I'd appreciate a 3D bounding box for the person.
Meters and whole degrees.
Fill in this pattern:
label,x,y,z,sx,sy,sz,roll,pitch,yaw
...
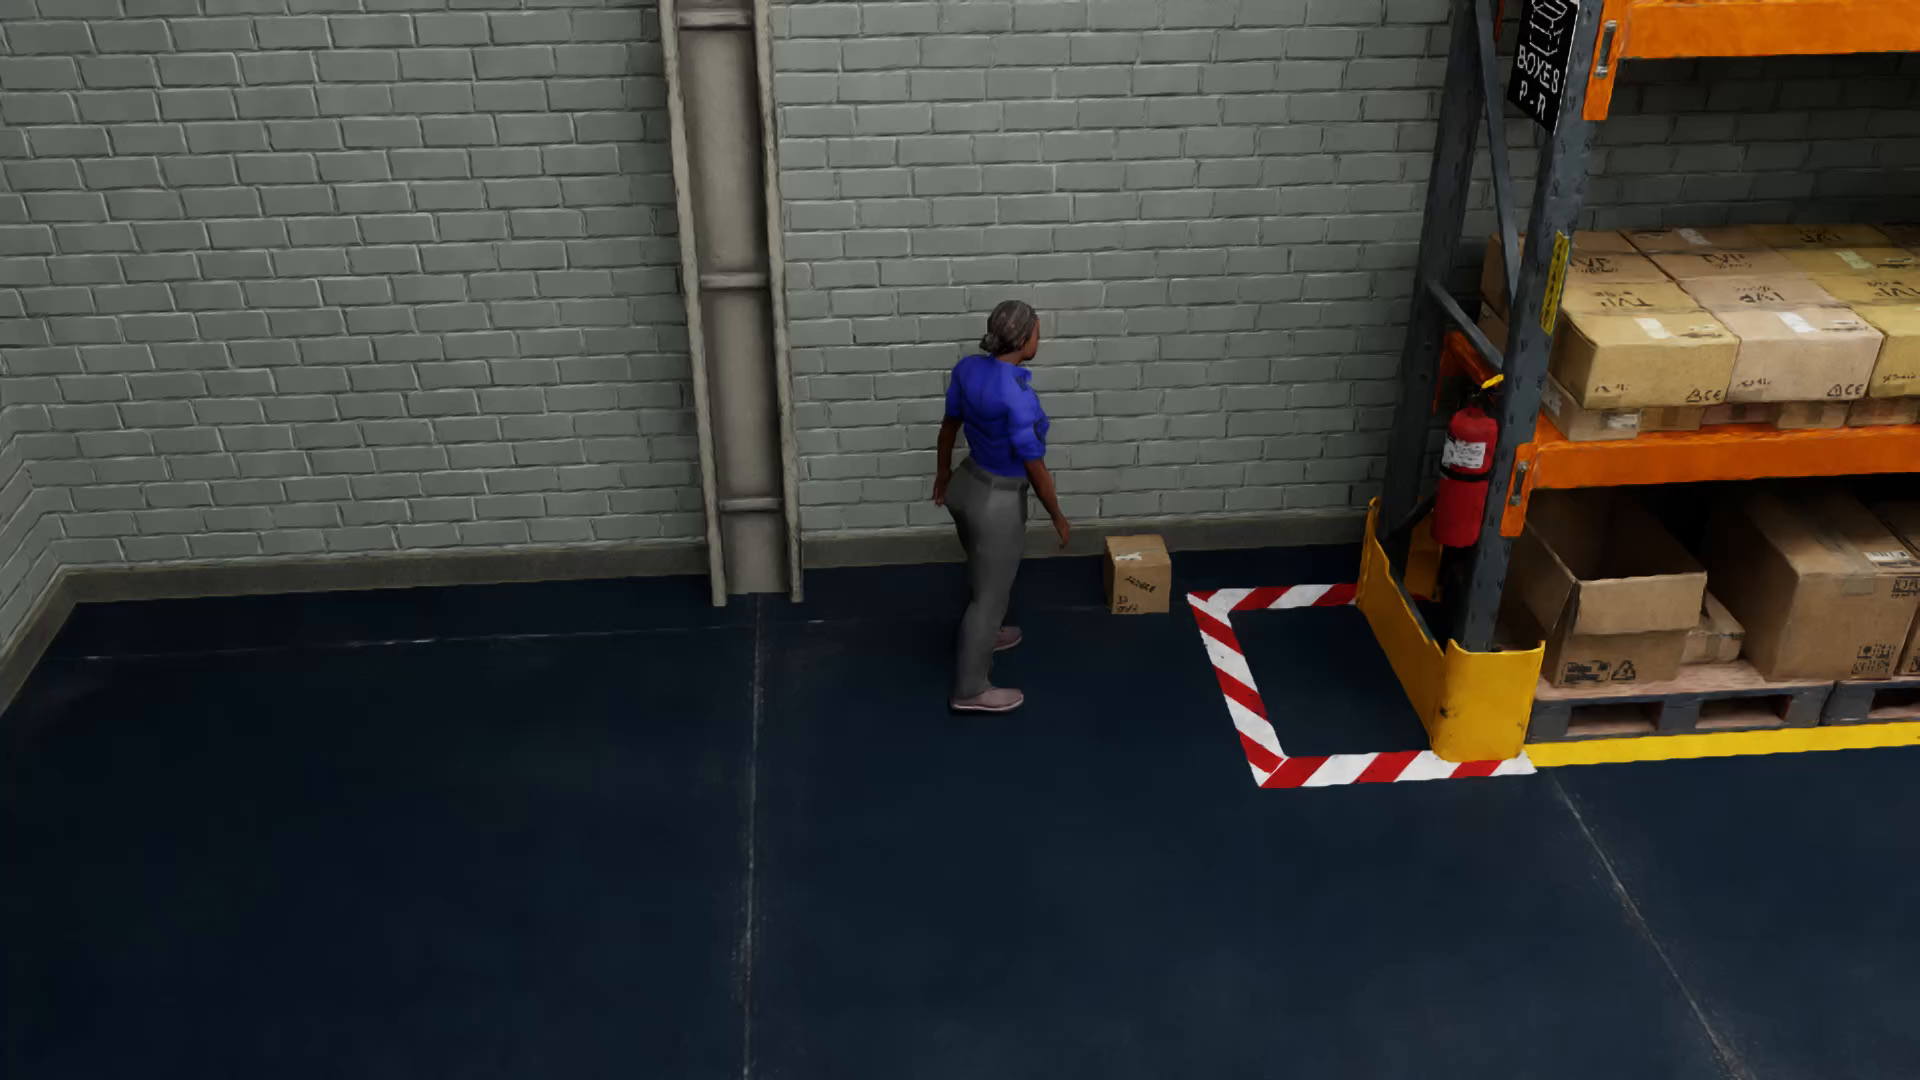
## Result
label,x,y,z,sx,sy,sz,roll,pitch,yaw
person,0.130,-0.144,6.382,0.535,1.661,0.594,-18,35,-26
